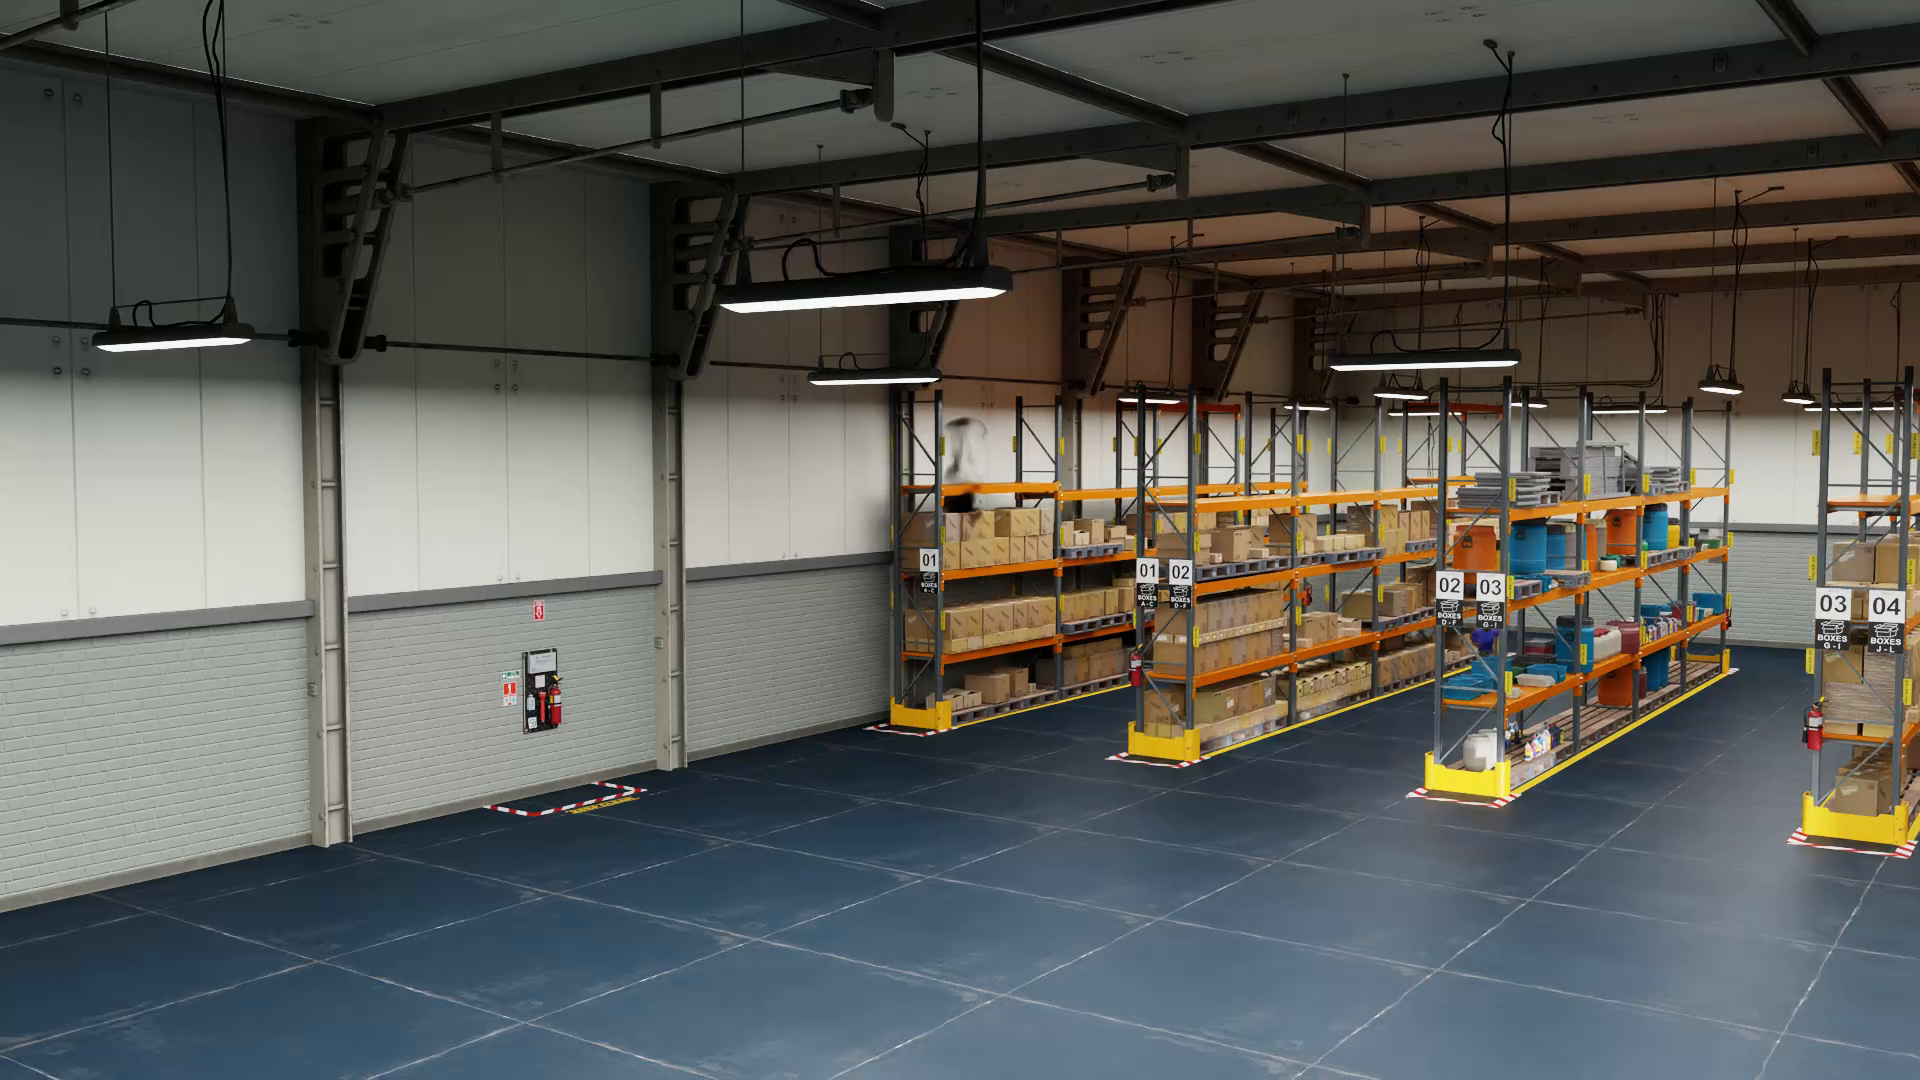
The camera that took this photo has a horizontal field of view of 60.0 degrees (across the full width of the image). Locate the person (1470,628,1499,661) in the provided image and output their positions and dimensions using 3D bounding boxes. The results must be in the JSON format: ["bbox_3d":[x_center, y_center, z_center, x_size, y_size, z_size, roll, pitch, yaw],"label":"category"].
[{"bbox_3d":[10.459,2.351,33.022,0.577,1.653,0.957,2,4,30],"label":"person"}]

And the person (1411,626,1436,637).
[{"bbox_3d":[11.781,1.833,41.961,0.861,1.710,0.523,2,4,30],"label":"person"}]
